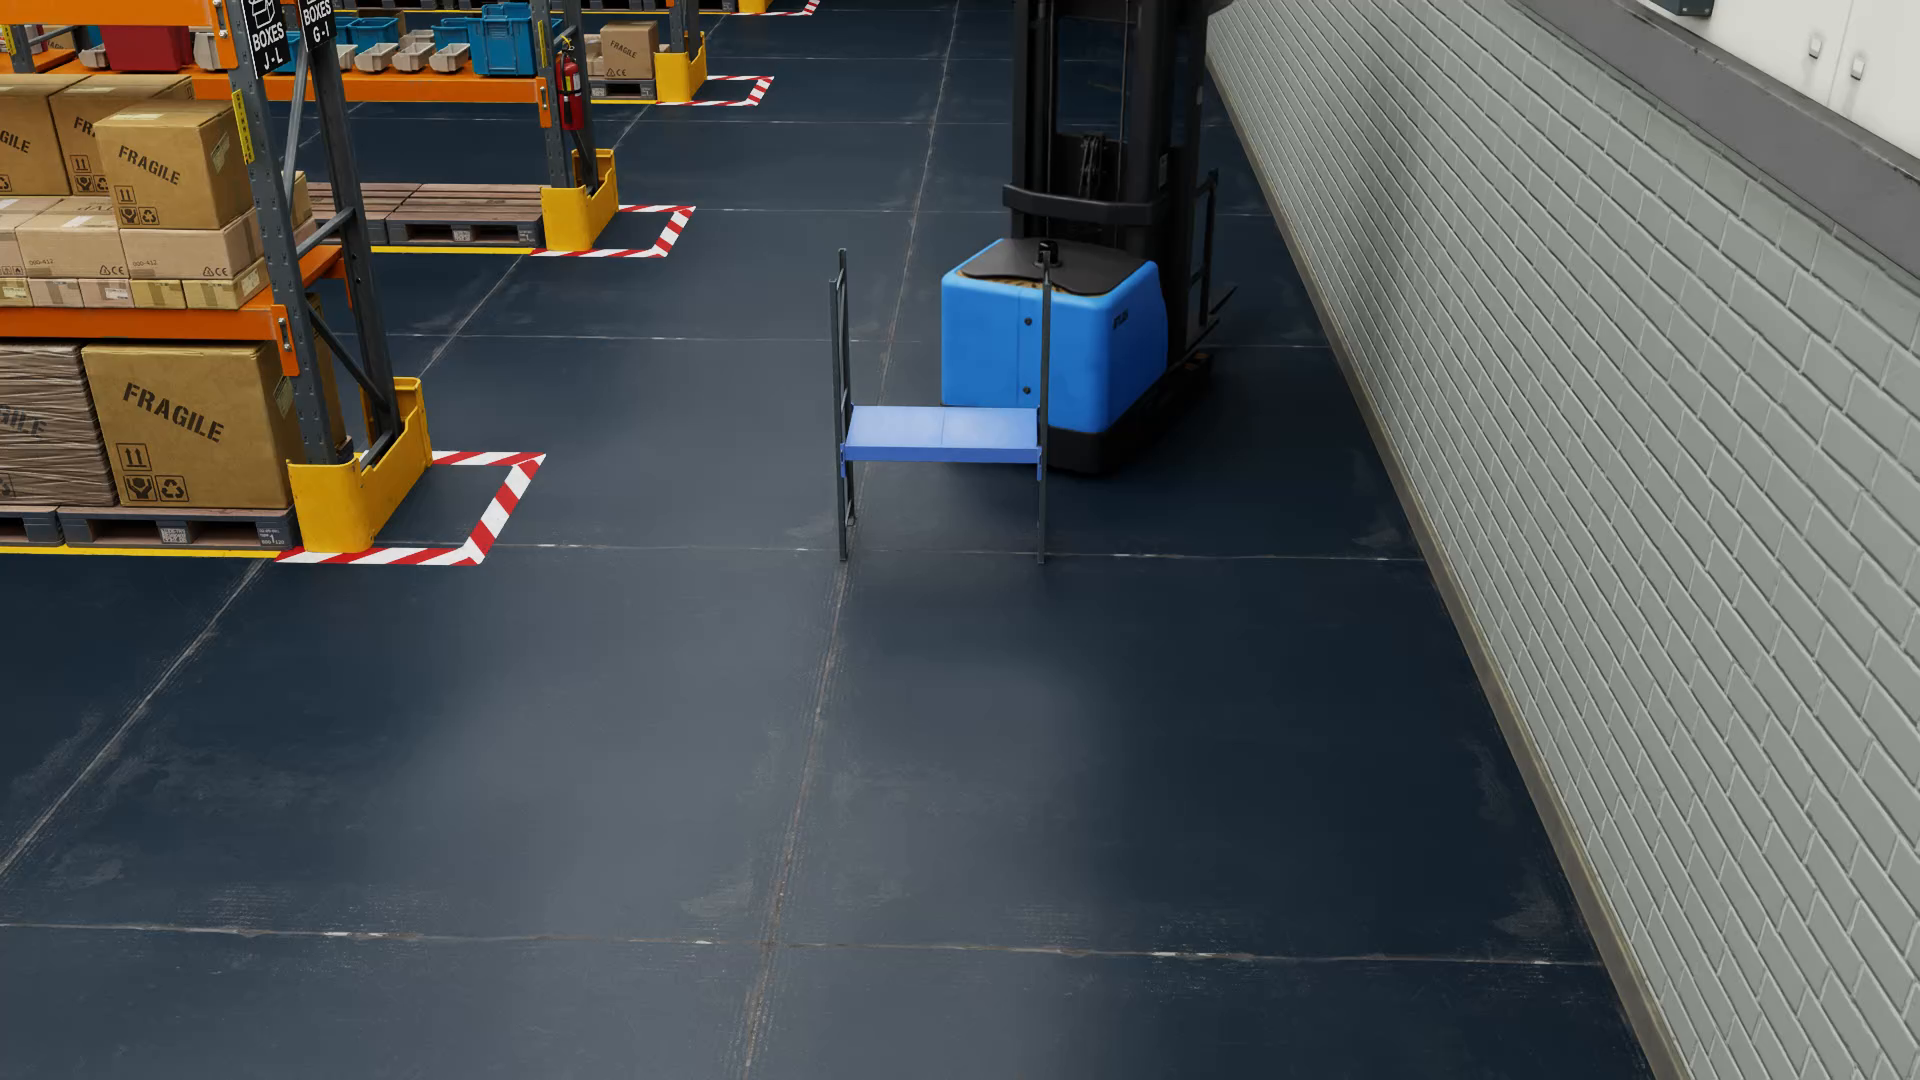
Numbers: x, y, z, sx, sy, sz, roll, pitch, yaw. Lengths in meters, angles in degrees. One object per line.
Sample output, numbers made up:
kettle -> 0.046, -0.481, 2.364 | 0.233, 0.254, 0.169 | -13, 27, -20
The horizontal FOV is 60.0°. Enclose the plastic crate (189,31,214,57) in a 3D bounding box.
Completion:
plastic crate -> -5.949, -3.928, 13.188 | 0.590, 0.125, 0.437 | 1, 28, 2

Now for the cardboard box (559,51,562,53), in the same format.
cardboard box -> -4.402, -5.071, 17.580 | 0.500, 0.250, 0.500 | 1, 28, 2

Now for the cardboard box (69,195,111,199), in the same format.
cardboard box -> -4.245, -1.737, 8.666 | 0.500, 0.250, 0.500 | 1, 28, 1

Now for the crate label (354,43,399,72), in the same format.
crate label -> -4.470, -3.693, 12.732 | 0.243, 0.136, 0.396 | 1, 28, 2

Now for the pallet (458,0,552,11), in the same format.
pallet -> -5.971, -7.272, 22.243 | 1.213, 0.211, 1.003 | 1, 28, 2

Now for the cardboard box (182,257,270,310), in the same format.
cardboard box -> -3.622, -1.272, 8.216 | 0.250, 0.149, 0.380 | 1, 28, 3

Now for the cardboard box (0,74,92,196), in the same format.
cardboard box -> -4.743, -2.076, 8.506 | 0.500, 0.500, 0.500 | 0, 28, 0

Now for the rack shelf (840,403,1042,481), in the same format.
rack shelf -> -0.085, -0.505, 8.486 | 1.000, 0.185, 0.538 | 1, 28, 2

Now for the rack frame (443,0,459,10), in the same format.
rack frame -> -6.728, -8.553, 21.683 | 0.127, 3.000, 1.000 | 1, 28, 2

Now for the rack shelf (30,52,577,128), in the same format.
rack shelf -> -5.079, -3.565, 13.041 | 4.000, 0.370, 1.077 | 1, 28, 2

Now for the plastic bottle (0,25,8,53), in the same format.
plastic bottle -> -7.678, -4.030, 13.361 | 0.097, 0.201, 0.097 | 0, 28, 0

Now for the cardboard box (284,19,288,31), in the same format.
cardboard box -> -7.402, -5.199, 17.553 | 0.500, 0.500, 0.500 | 1, 28, 2

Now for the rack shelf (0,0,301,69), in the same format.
rack shelf -> -5.253, -2.572, 7.965 | 4.000, 0.370, 1.077 | 1, 28, 2

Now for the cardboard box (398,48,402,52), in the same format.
cardboard box -> -5.943, -5.315, 18.147 | 0.250, 0.149, 0.380 | 1, 28, 2

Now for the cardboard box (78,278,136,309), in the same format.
cardboard box -> -4.134, -1.281, 8.231 | 0.250, 0.149, 0.380 | 1, 28, 2

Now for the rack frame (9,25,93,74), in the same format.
rack frame -> -7.077, -3.916, 12.935 | 0.127, 3.000, 1.000 | 1, 28, 2

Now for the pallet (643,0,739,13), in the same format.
pallet -> -3.532, -7.232, 22.167 | 1.213, 0.211, 1.003 | 1, 28, 2

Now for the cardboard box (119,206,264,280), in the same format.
cardboard box -> -3.748, -1.481, 8.183 | 0.500, 0.250, 0.500 | 1, 28, 1

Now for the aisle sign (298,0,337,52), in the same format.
aisle sign -> -3.172, -2.820, 8.091 | 0.004, 0.787, 0.394 | 1, 28, 2

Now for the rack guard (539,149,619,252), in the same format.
rack guard -> -3.055, -2.751, 13.406 | 0.348, 0.500, 1.175 | 1, 28, 2

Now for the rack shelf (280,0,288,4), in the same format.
rack shelf -> -8.898, -5.950, 17.539 | 4.000, 0.370, 1.077 | 1, 28, 2

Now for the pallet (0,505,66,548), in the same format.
pallet -> -5.273, -0.298, 9.086 | 1.213, 0.211, 1.003 | 1, 28, 2

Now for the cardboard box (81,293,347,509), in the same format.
cardboard box -> -3.897, -0.752, 8.785 | 0.875, 0.875, 0.875 | 1, 28, 2

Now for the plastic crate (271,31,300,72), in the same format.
plastic crate -> -5.141, -3.717, 12.673 | 0.300, 0.233, 0.416 | 1, 28, 2

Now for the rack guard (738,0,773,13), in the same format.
rack guard -> -2.706, -7.382, 22.143 | 0.348, 0.500, 1.175 | 1, 28, 2

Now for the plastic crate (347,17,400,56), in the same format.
plastic crate -> -4.631, -3.983, 13.175 | 0.300, 0.233, 0.416 | 1, 28, 2

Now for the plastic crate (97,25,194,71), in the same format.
plastic crate -> -6.194, -3.839, 12.657 | 0.583, 0.464, 0.402 | 1, 28, 2

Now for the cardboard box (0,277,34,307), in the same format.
cardboard box -> -4.643, -1.289, 8.247 | 0.250, 0.149, 0.380 | 0, 28, 1

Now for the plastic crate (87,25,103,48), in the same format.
plastic crate -> -6.599, -4.088, 13.211 | 0.575, 0.384, 0.392 | 1, 28, 2

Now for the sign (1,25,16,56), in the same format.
sign -> -7.099, -3.781, 12.384 | 0.005, 0.325, 0.100 | 1, 28, 2

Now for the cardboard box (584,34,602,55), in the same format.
cardboard box -> -3.934, -5.298, 18.008 | 0.500, 0.250, 0.500 | 1, 28, 2

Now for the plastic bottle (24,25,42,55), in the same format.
plastic bottle -> -7.458, -4.053, 13.245 | 0.185, 0.351, 0.144 | 1, 28, 2

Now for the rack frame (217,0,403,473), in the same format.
rack frame -> -3.255, -1.532, 8.437 | 0.127, 3.000, 1.000 | 1, 28, 2

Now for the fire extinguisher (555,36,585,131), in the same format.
fire extinguisher -> -2.945, -3.436, 12.510 | 0.183, 0.674, 0.296 | 1, 28, 2

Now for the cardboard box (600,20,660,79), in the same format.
cardboard box -> -3.453, -5.152, 17.466 | 0.500, 0.500, 0.500 | 1, 28, 2

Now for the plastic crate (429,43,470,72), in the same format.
plastic crate -> -3.901, -3.689, 12.723 | 0.243, 0.136, 0.396 | 1, 28, 2

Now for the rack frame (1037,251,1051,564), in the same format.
rack frame -> 0.423, -0.656, 8.386 | 0.032, 1.500, 0.500 | 1, 28, 2

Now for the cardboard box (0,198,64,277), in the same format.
cardboard box -> -4.764, -1.498, 8.215 | 0.500, 0.250, 0.500 | 0, 28, 0

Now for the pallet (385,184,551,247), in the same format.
pallet -> -3.903, -2.650, 13.523 | 1.213, 0.211, 1.003 | 1, 28, 2

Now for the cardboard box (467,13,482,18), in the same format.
cardboard box -> -5.021, -5.297, 17.736 | 0.637, 0.503, 0.797 | 1, 28, 2

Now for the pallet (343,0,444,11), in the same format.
pallet -> -7.502, -7.299, 22.293 | 1.213, 0.211, 1.003 | 1, 28, 2

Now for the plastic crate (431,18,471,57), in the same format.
plastic crate -> -3.973, -3.972, 13.154 | 0.300, 0.233, 0.416 | 1, 28, 2

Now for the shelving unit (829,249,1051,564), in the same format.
shelving unit -> -0.085, -0.664, 8.401 | 1.048, 1.500, 0.538 | 1, 28, 2

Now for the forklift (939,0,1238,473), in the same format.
forklift -> 0.981, -2.332, 10.021 | 1.130, 2.935, 3.031 | 13, 31, 23

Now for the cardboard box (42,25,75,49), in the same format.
cardboard box -> -9.427, -5.233, 17.618 | 0.500, 0.500, 0.500 | 1, 28, 1
